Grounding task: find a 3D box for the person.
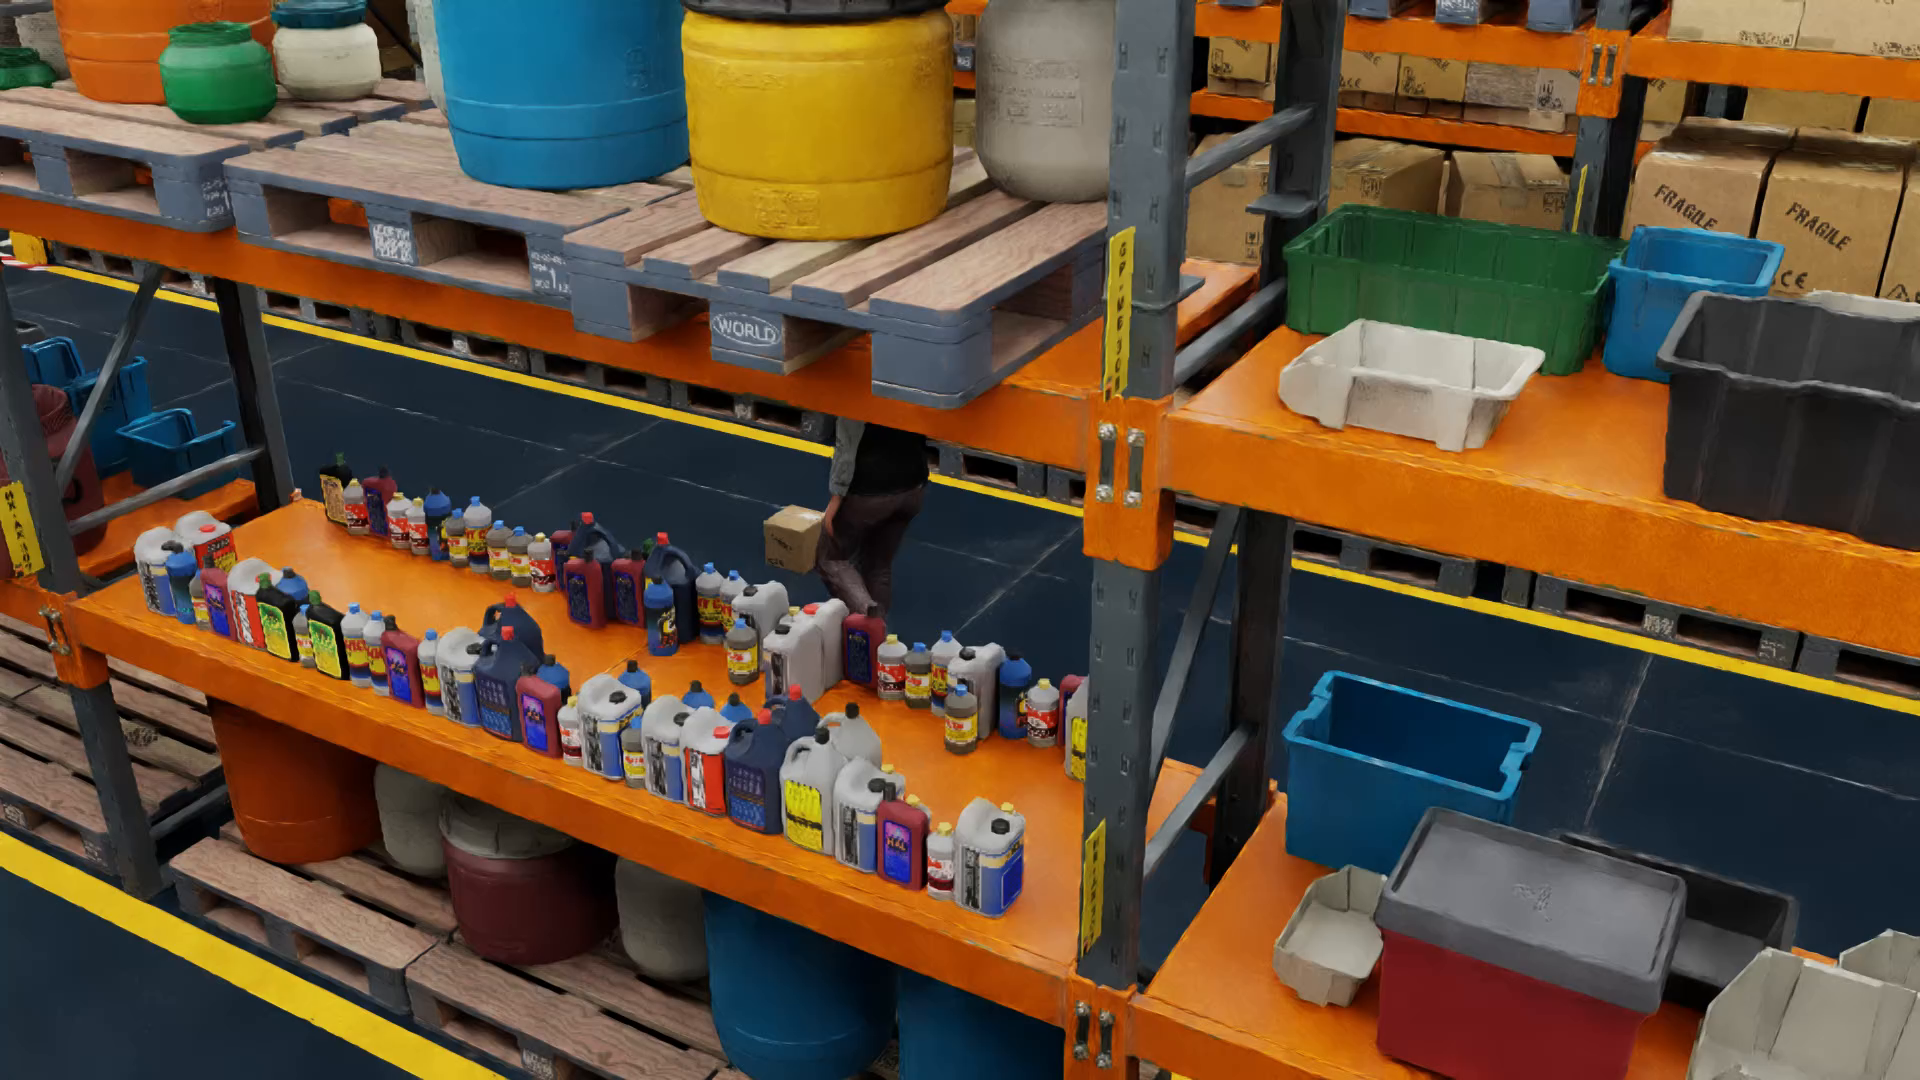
[{"bbox_3d":[-0.354,-0.211,7.556,0.629,1.699,0.502,-21,33,-36],"label":"person"}]
